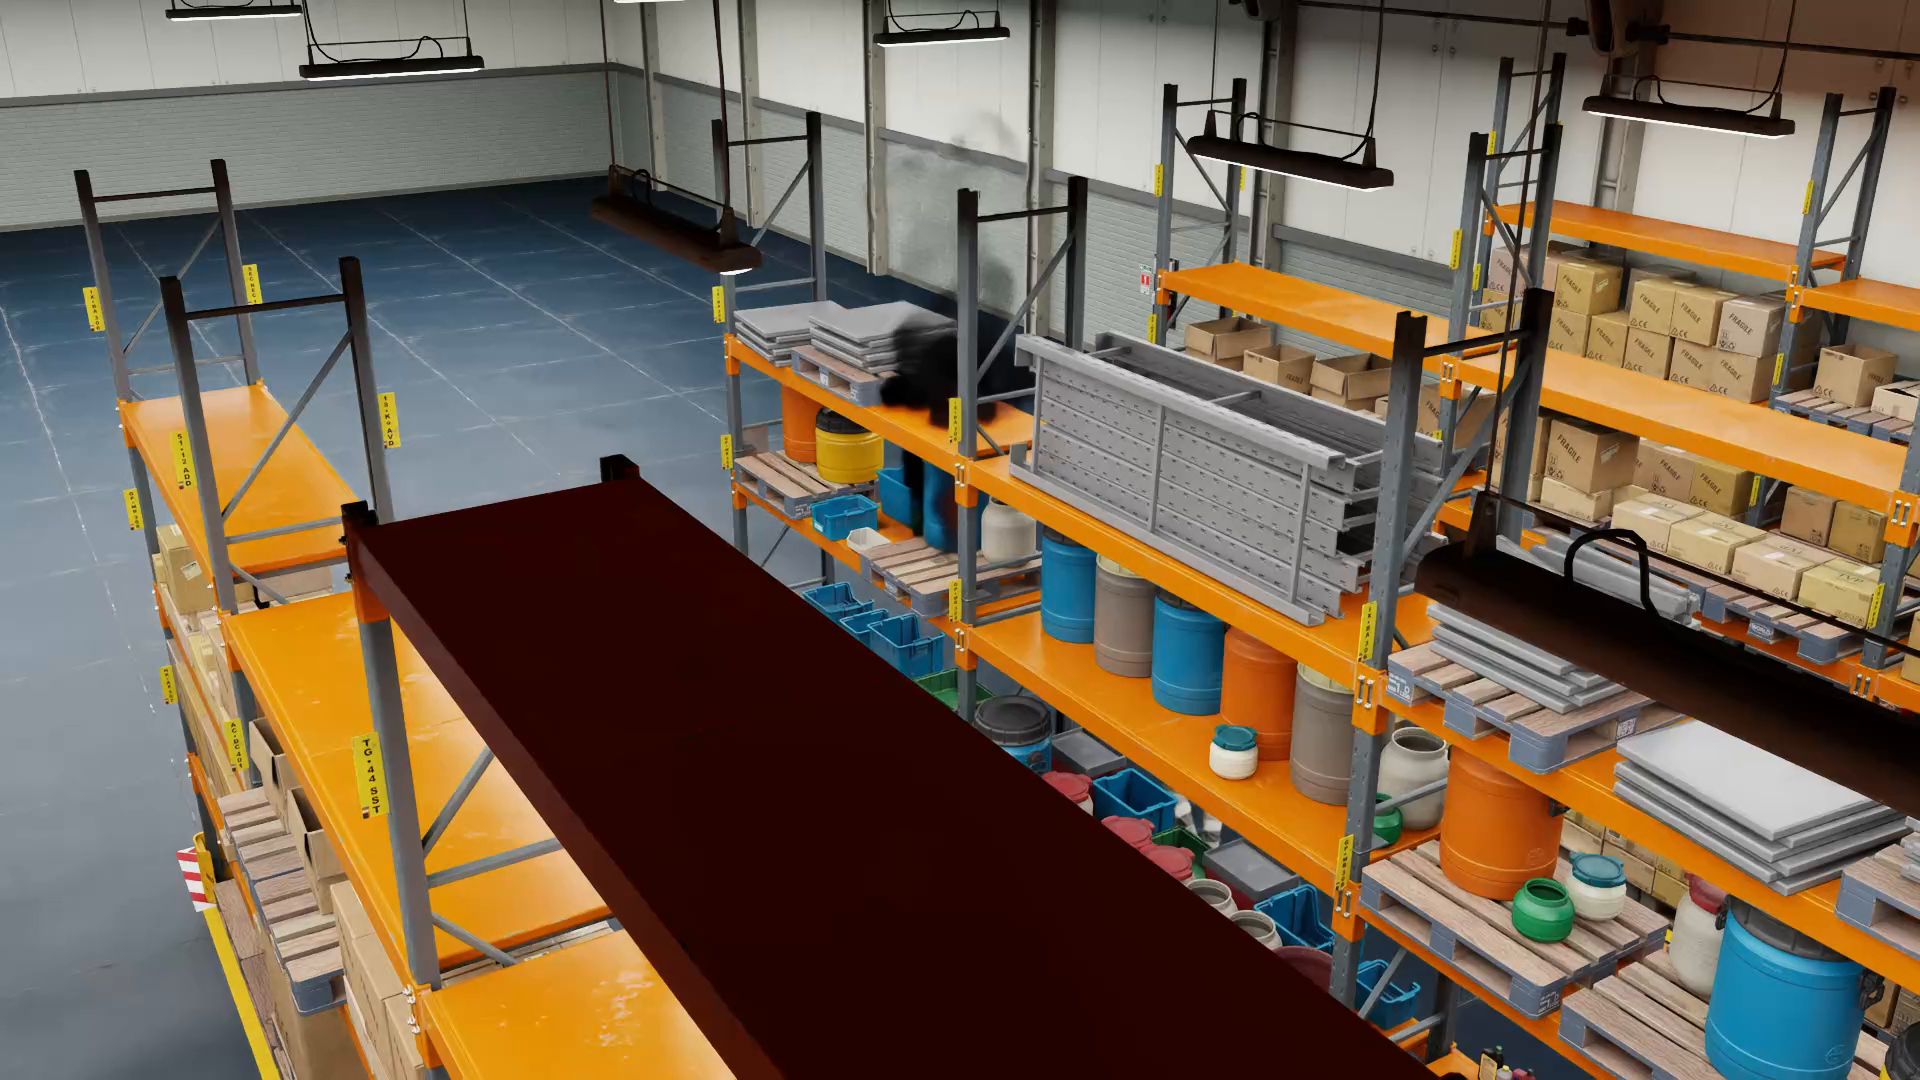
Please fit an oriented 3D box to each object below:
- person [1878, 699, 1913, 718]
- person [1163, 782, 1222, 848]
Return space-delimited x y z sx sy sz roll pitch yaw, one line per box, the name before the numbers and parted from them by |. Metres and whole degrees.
person | 8.356 1.838 14.538 0.800 1.801 0.642 19 29 40
person | 1.949 1.796 13.810 0.648 1.813 0.642 -14 26 -32
